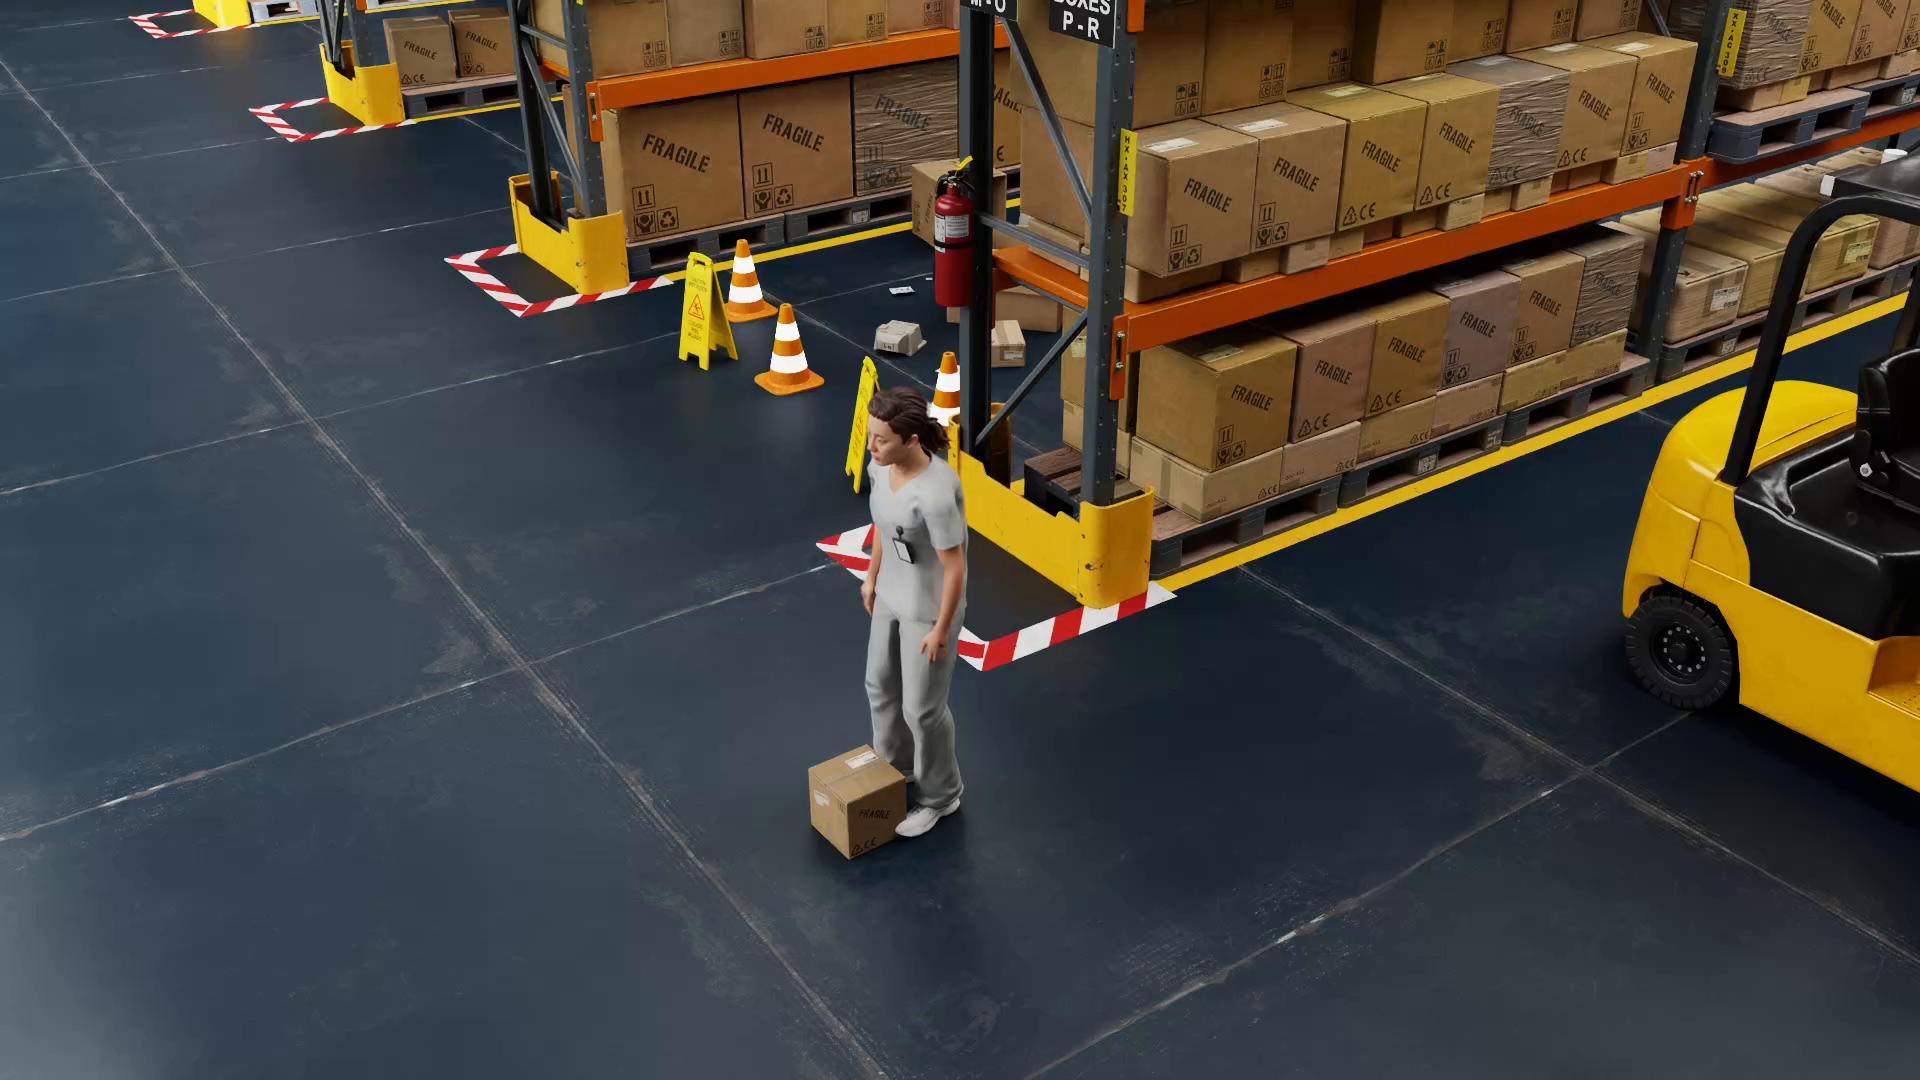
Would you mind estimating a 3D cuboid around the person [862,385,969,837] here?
[{"bbox_3d":[-0.168,0.230,5.705,0.360,1.673,0.485,-19,34,-30],"label":"person"}]
